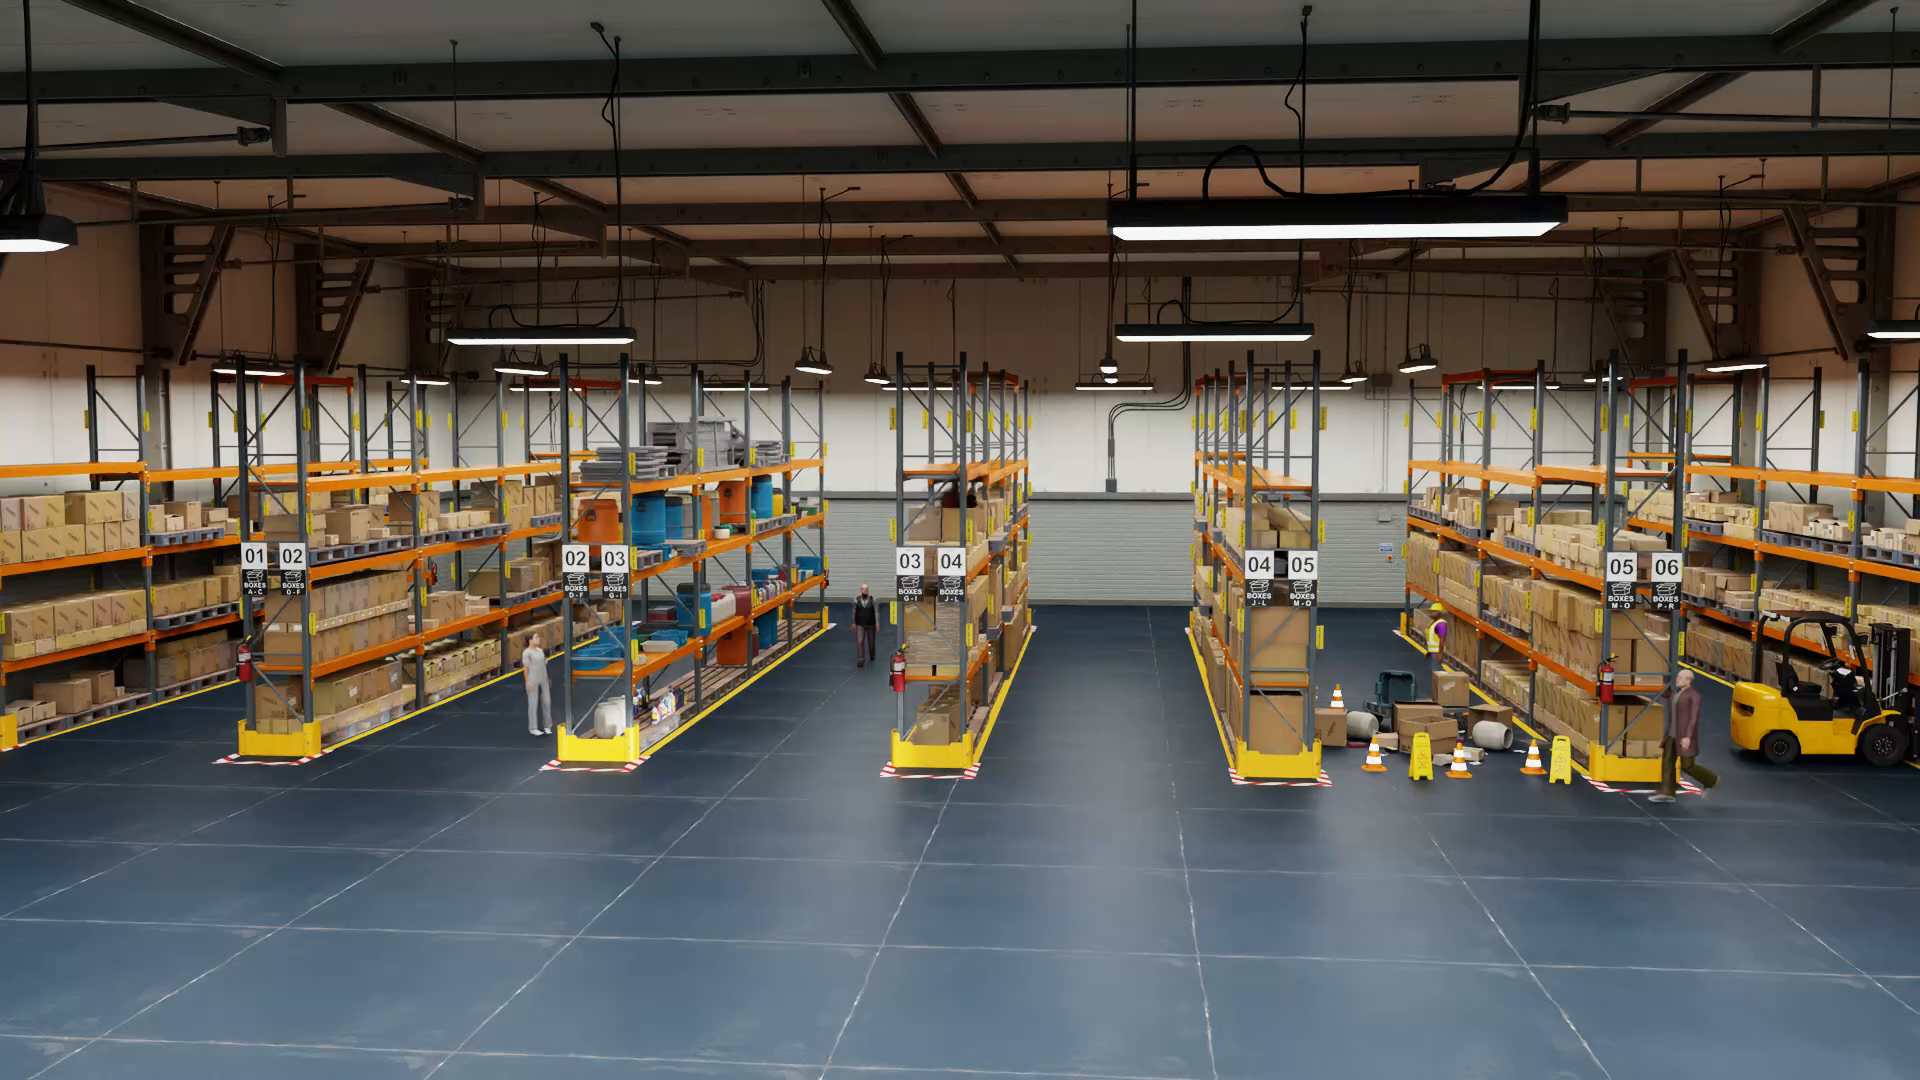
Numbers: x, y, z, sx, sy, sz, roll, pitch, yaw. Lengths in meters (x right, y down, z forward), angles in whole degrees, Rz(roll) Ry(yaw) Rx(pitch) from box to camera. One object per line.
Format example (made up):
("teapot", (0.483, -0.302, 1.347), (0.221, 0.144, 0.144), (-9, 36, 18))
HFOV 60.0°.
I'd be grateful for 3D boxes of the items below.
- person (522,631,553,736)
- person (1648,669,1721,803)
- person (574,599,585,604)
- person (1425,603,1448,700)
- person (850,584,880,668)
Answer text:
("person", (-6.766, 2.300, 26.665), (0.529, 1.696, 0.408), (-4, 6, -44))
("person", (9.501, 2.568, 21.776), (0.904, 1.762, 0.563), (-1, 4, -16))
("person", (-9.806, 1.153, 42.622), (0.502, 1.685, 0.549), (1, 4, 13))
("person", (8.487, 2.012, 29.629), (0.374, 1.766, 0.631), (1, 4, 13))
("person", (-1.950, 1.749, 34.106), (0.621, 1.680, 1.066), (0, 4, 2))
